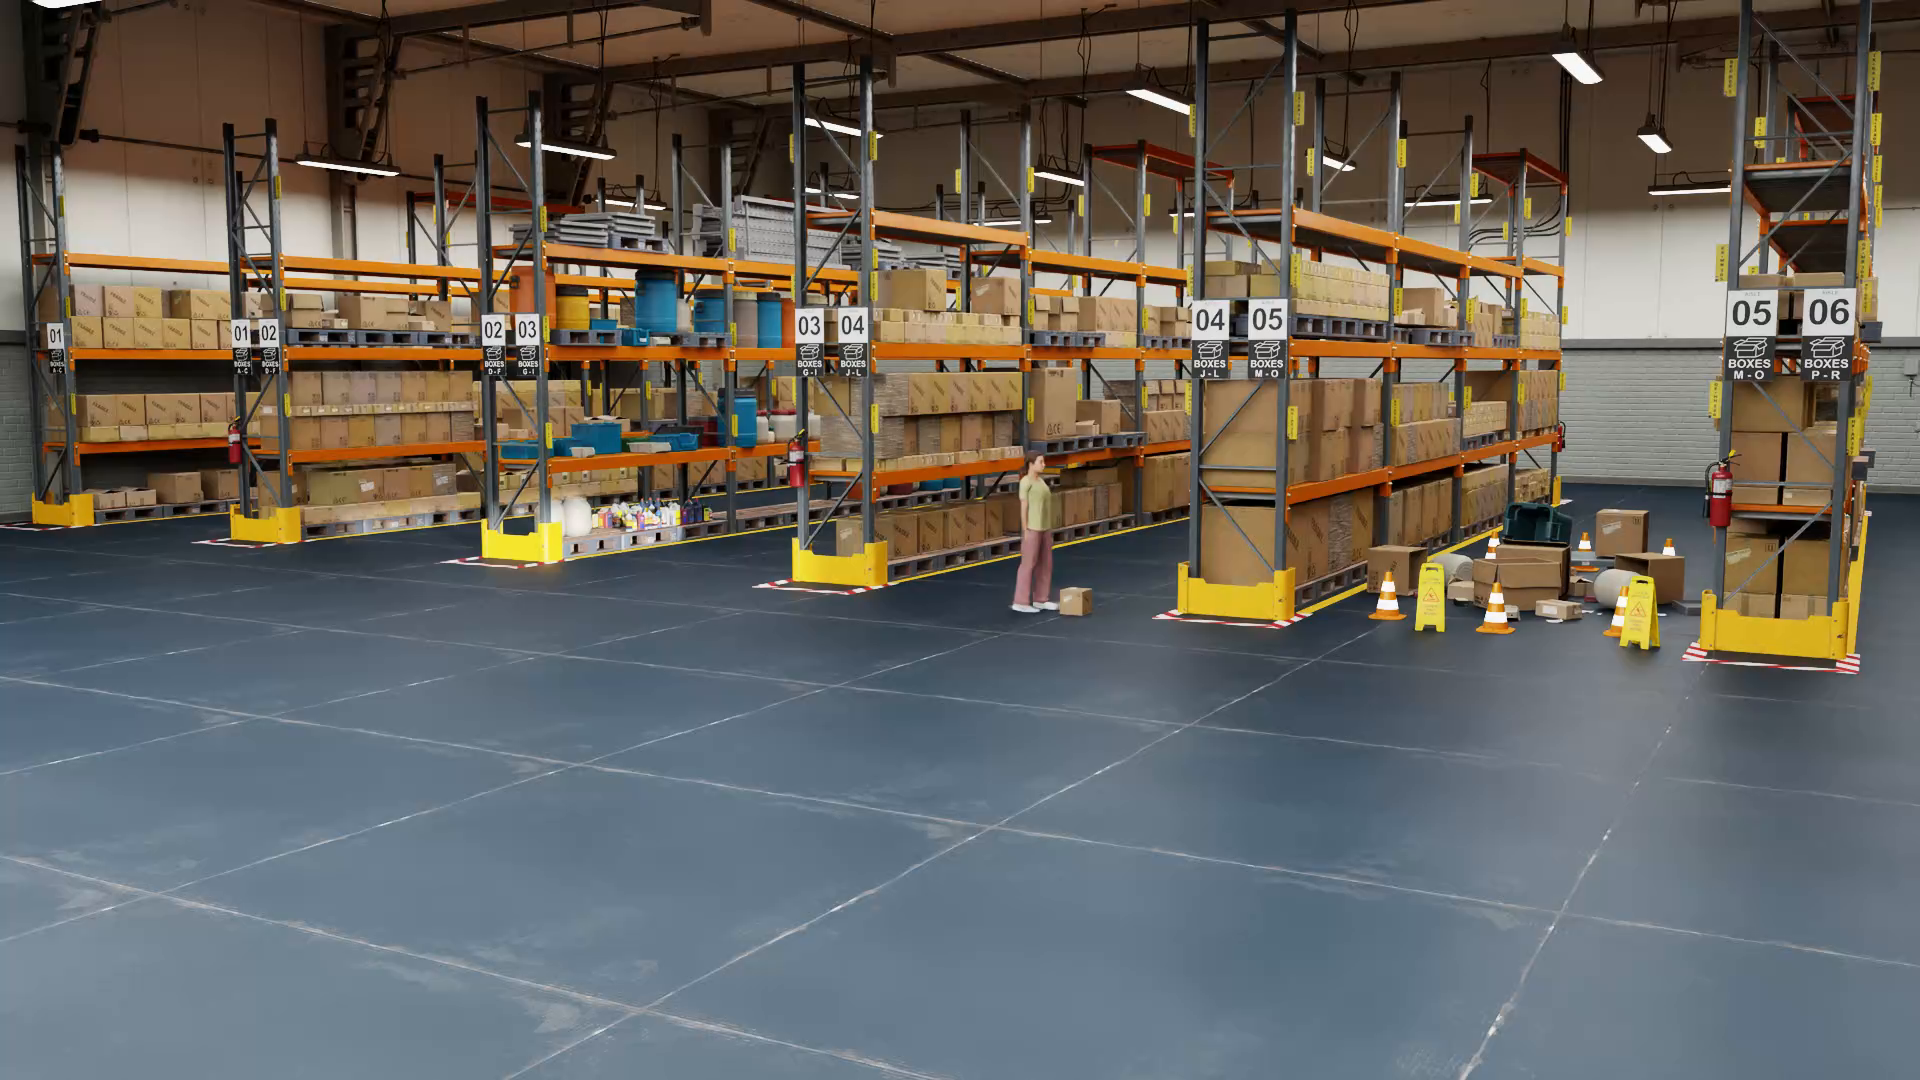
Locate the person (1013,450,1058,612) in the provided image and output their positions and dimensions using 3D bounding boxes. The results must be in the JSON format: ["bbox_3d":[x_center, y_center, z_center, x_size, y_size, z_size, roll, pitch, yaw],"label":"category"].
[{"bbox_3d":[0.797,-0.082,17.287,0.405,1.698,0.442,4,7,30],"label":"person"}]
